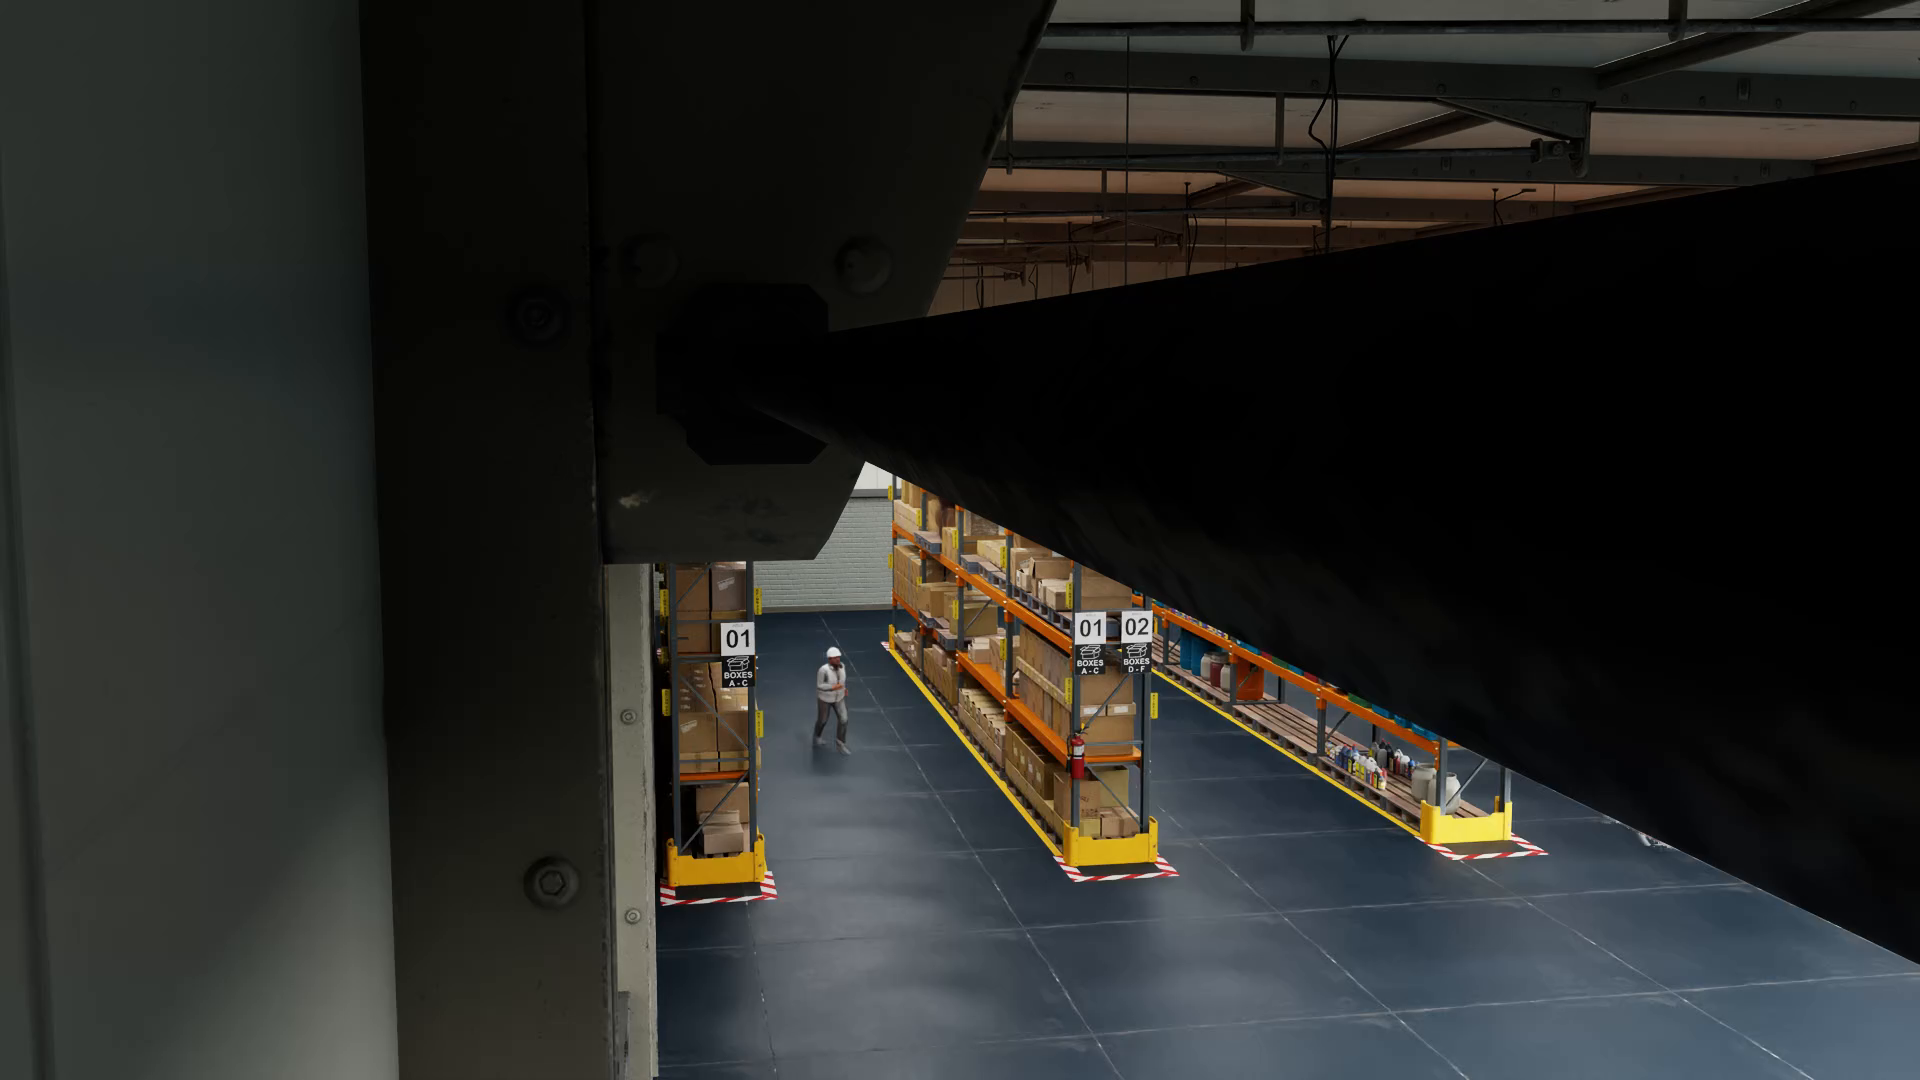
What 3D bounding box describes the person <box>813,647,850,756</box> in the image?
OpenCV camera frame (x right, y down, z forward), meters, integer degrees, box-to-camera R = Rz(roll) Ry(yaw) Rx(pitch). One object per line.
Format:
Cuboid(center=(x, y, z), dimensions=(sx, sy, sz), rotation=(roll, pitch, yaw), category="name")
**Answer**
Cuboid(center=(-2.080, 2.571, 26.849), dimensions=(0.652, 1.752, 0.975), rotation=(-4, 7, -31), category="person")
